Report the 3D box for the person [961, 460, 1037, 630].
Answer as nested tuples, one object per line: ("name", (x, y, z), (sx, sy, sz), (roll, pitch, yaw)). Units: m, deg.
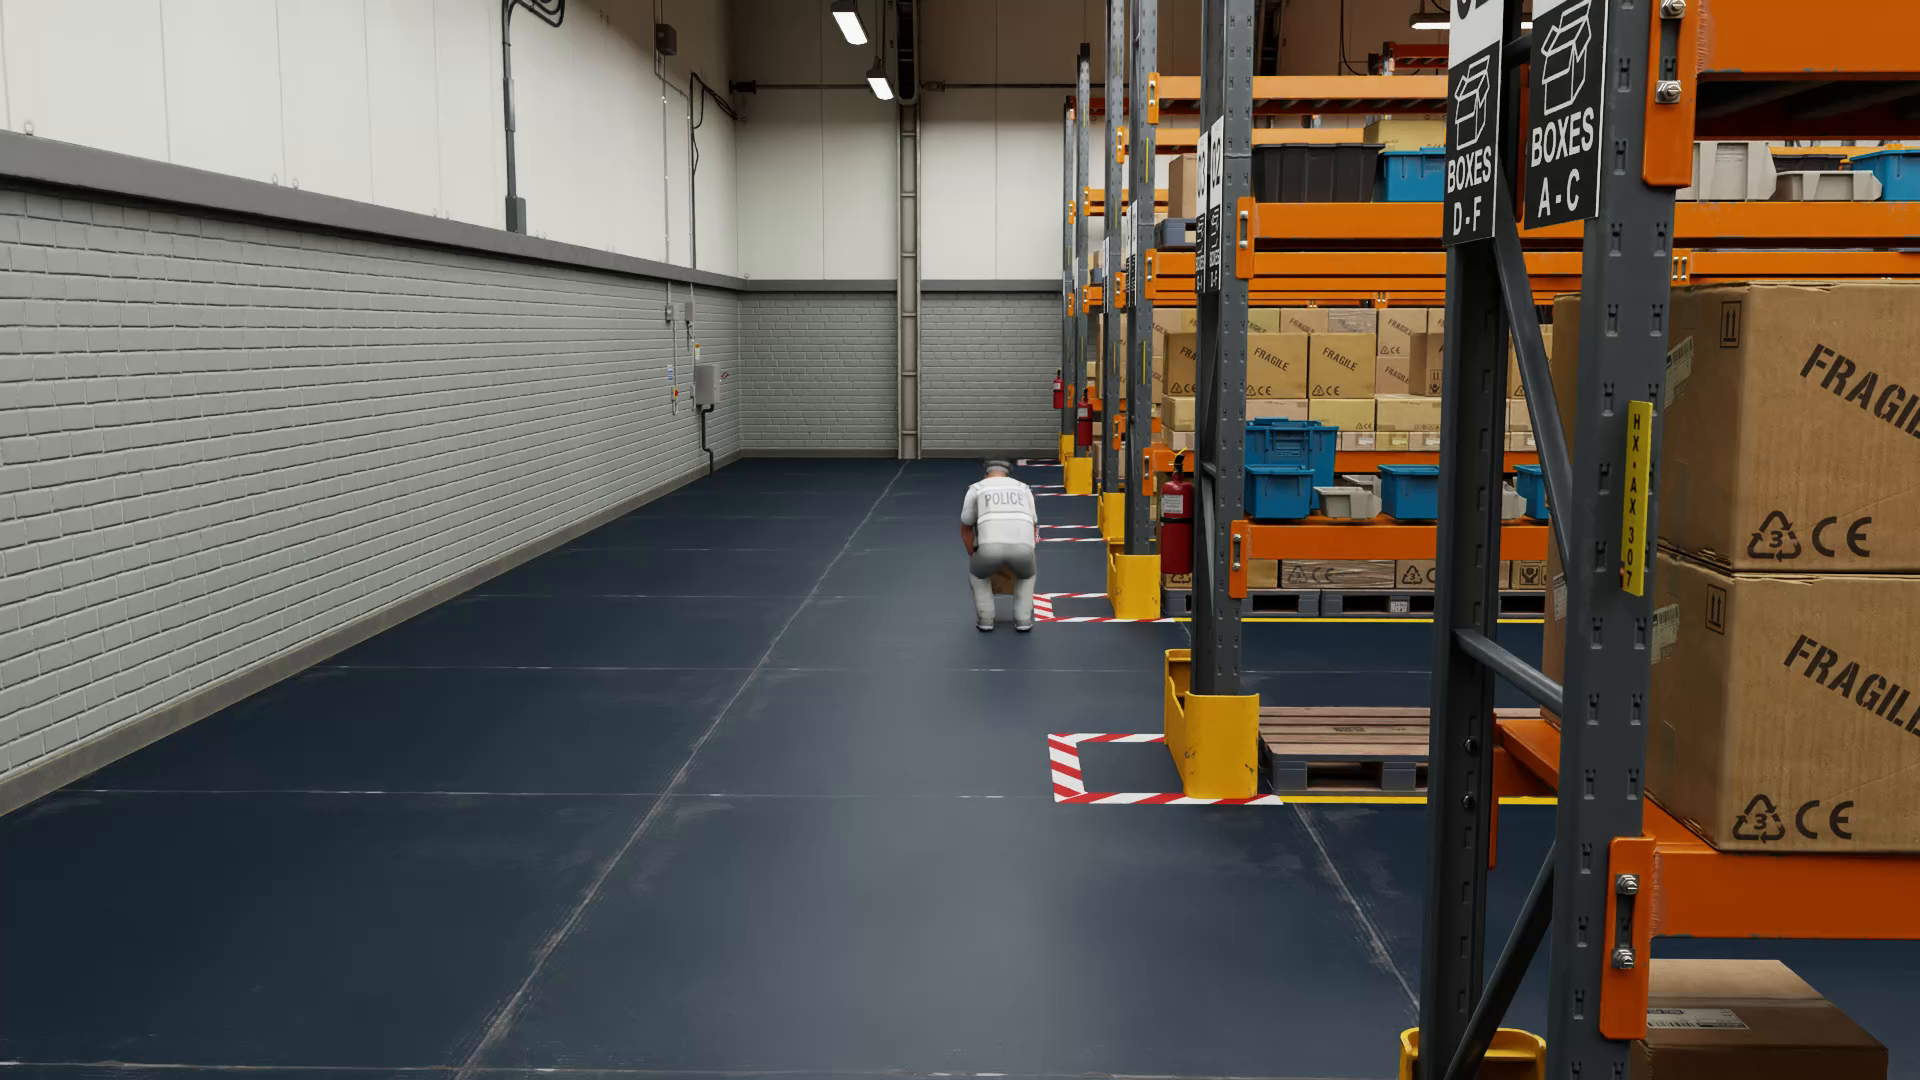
("person", (0.293, 0.039, 12.500), (0.581, 1.241, 0.882), (0, 7, 1))
